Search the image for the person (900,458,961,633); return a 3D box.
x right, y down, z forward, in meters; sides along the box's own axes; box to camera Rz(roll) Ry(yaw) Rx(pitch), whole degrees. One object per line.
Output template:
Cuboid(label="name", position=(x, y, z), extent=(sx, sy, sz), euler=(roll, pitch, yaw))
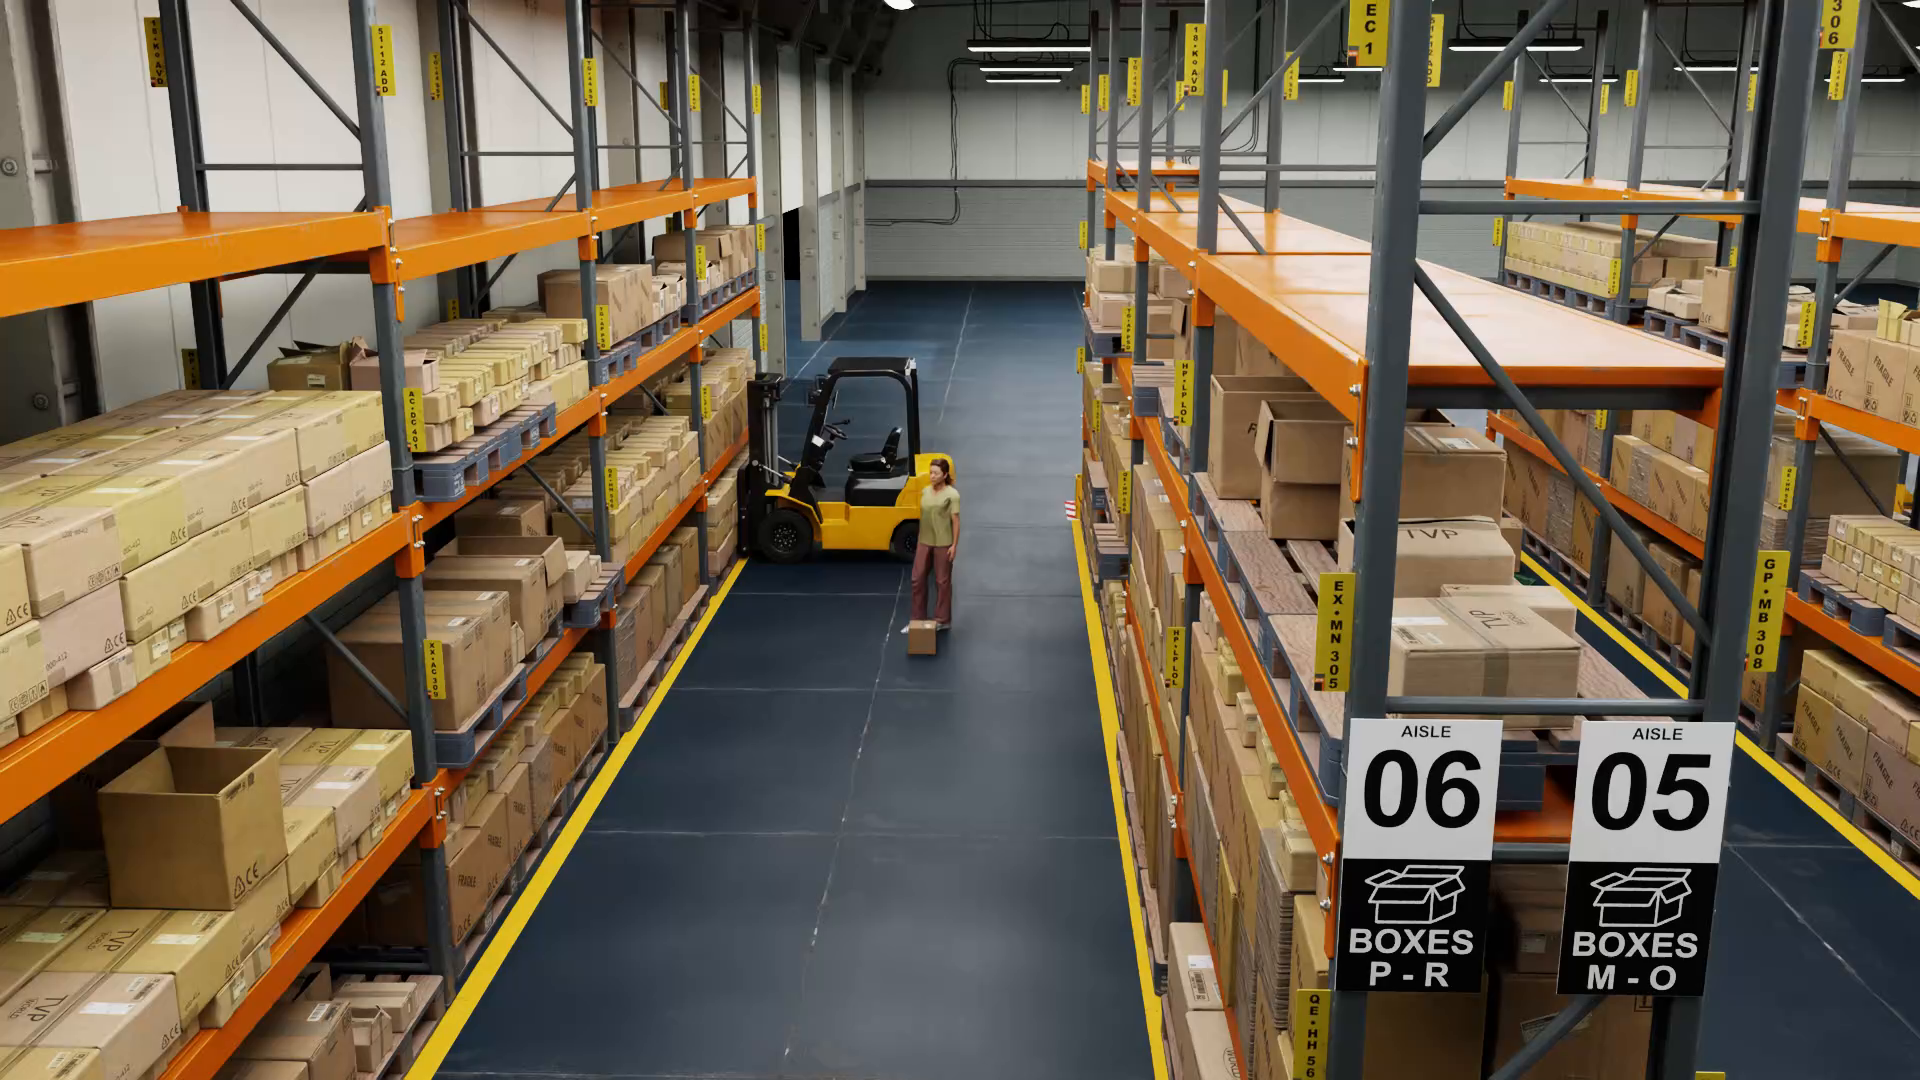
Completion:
Cuboid(label="person", position=(-0.263, 0.076, 15.774), extent=(0.499, 1.719, 0.466), euler=(9, 16, 31))
